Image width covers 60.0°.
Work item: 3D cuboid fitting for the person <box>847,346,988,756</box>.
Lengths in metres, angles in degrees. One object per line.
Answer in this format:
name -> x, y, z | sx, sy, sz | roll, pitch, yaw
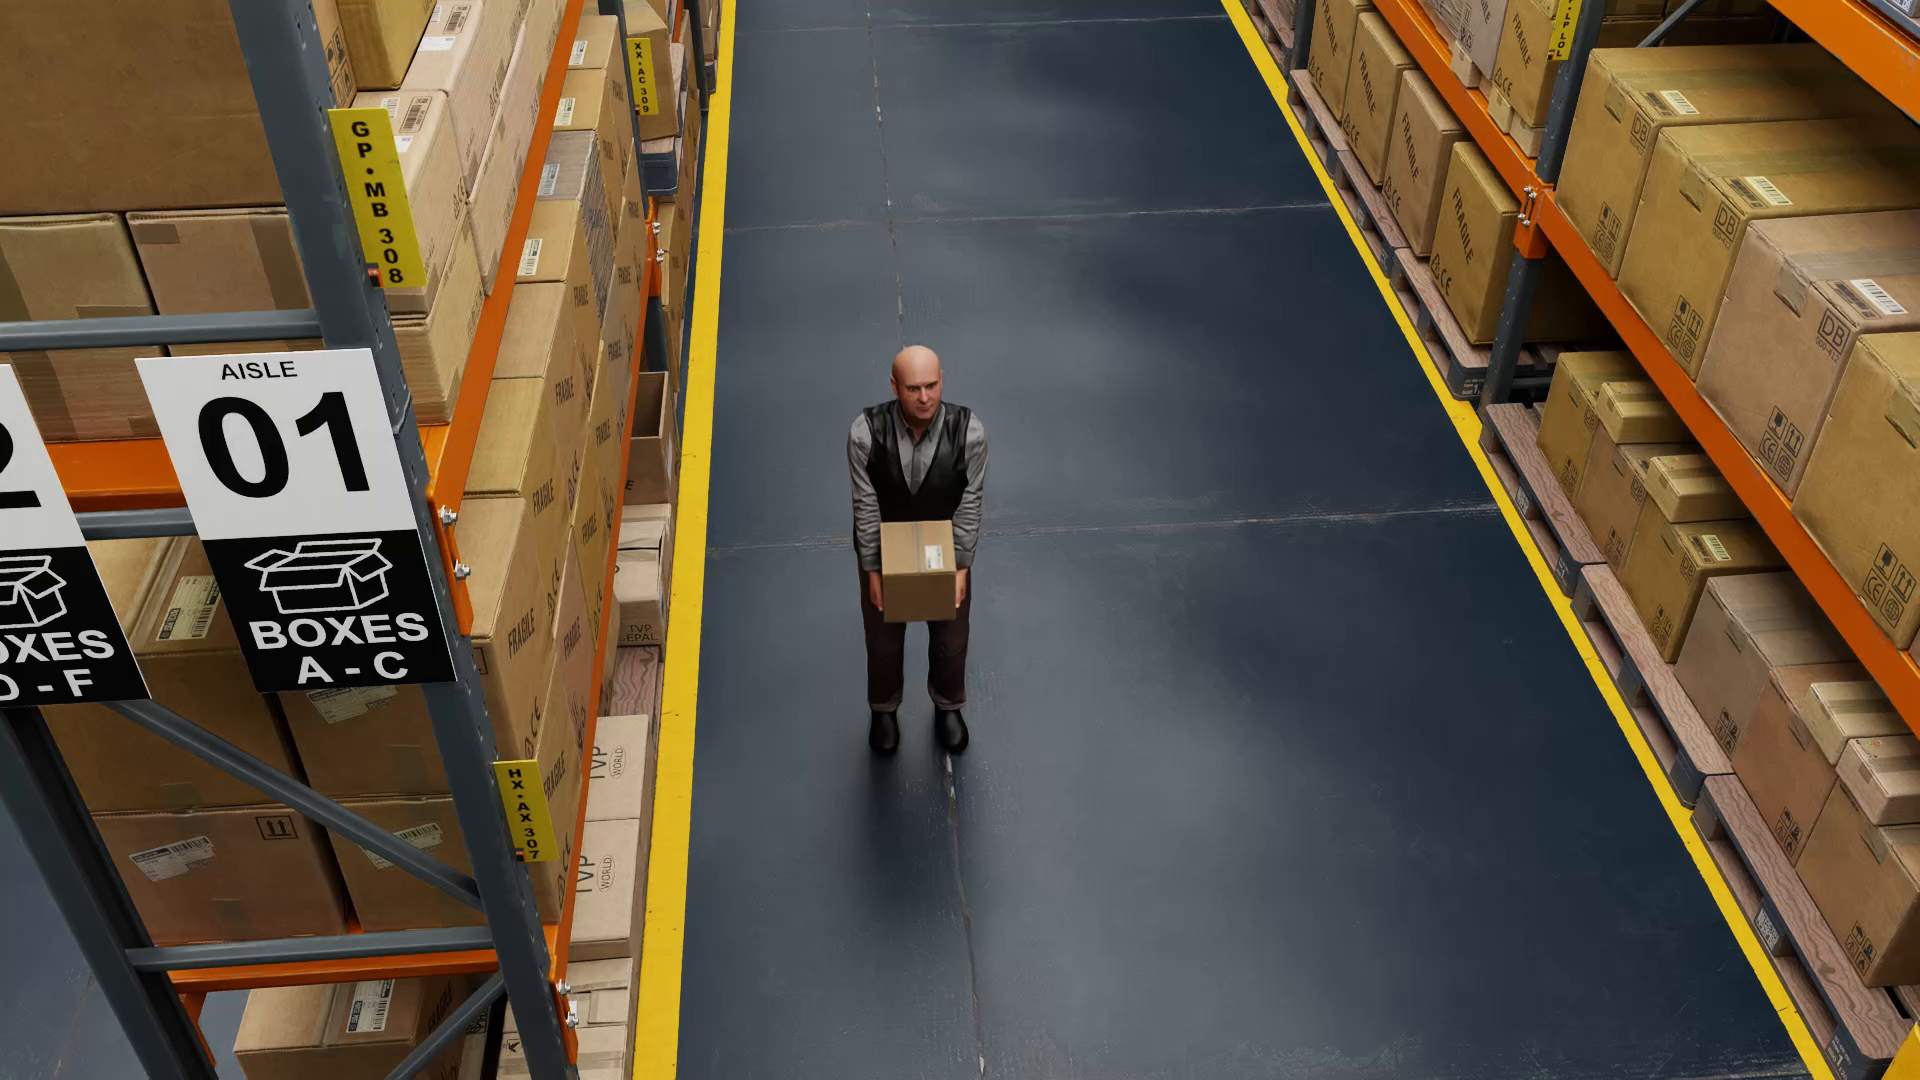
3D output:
person -> -0.140, 0.122, 6.029 | 0.494, 1.713, 0.535 | -2, 39, -3
